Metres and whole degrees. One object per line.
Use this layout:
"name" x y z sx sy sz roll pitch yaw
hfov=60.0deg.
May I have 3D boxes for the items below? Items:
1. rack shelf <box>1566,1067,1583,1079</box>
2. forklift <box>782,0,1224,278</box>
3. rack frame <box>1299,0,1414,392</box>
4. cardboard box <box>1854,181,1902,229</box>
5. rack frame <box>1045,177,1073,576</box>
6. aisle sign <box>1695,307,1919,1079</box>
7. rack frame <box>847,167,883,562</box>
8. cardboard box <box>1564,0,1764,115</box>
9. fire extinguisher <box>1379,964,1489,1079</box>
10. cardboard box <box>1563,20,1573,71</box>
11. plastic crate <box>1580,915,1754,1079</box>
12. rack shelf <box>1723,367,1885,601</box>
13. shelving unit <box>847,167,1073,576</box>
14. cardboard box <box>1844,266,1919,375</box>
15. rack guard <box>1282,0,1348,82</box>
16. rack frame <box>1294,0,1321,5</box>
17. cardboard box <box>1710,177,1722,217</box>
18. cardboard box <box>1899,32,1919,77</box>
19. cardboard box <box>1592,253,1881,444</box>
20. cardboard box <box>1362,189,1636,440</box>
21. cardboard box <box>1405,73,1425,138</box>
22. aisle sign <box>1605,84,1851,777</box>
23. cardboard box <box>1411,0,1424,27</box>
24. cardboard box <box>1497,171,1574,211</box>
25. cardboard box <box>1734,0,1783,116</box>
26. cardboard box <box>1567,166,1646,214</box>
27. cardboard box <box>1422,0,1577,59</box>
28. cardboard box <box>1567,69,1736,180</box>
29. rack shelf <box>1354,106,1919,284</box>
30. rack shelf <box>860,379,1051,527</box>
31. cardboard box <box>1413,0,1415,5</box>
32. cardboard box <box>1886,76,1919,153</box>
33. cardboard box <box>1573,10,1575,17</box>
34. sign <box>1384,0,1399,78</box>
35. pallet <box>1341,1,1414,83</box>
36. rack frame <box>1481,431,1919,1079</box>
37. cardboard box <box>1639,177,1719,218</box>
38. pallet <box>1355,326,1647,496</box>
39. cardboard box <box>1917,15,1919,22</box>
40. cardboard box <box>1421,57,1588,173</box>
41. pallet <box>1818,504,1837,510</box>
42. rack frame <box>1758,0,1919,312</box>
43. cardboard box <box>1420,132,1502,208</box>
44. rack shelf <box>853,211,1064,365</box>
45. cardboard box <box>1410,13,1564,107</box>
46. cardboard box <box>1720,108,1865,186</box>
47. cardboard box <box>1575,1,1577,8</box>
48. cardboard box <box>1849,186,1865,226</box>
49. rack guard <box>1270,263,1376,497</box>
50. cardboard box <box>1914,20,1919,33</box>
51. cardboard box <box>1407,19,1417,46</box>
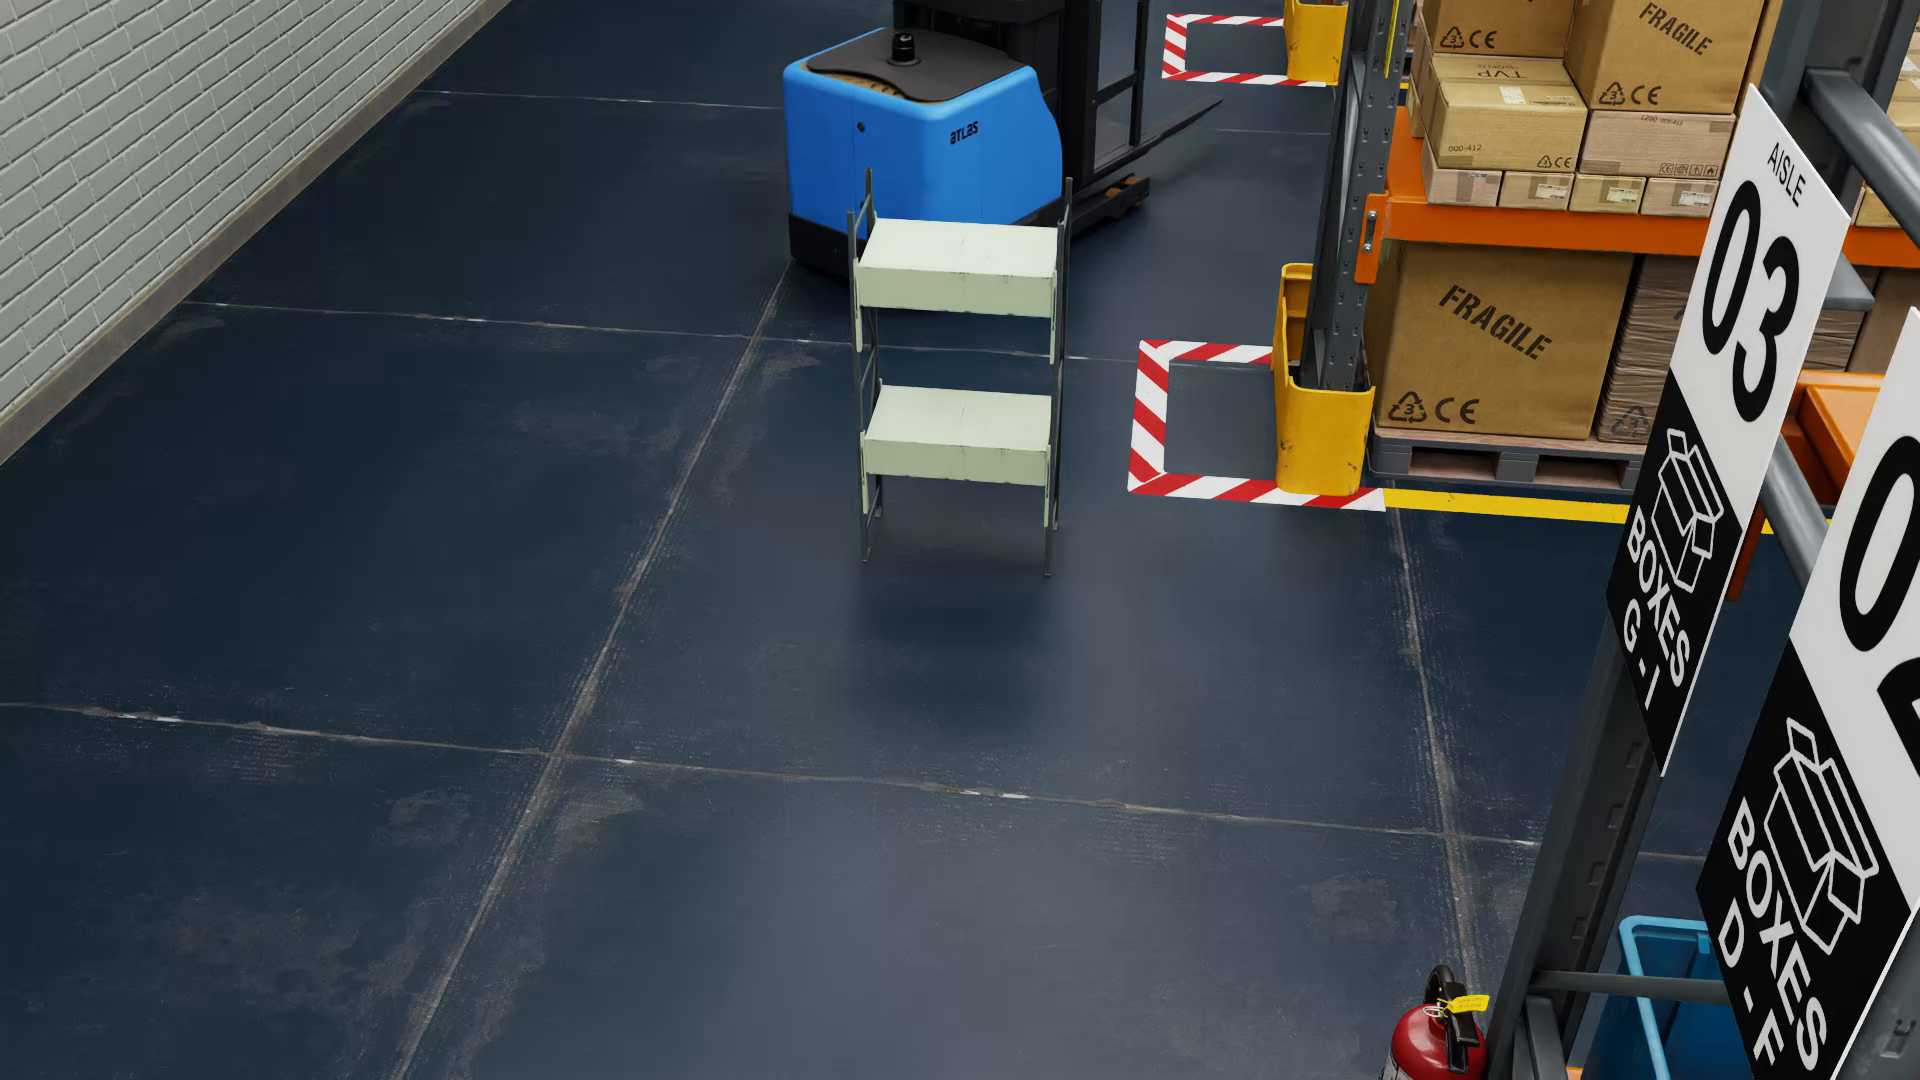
"rack shelf" 2.961 1.549 2.617 4.000 0.370 1.077 4 36 6
"forklift" 0.413 -3.143 8.631 1.130 2.935 3.031 25 42 30
"rack frame" 1.608 -1.746 6.614 0.127 3.000 1.000 4 36 6
"cardboard box" 3.444 -1.314 6.226 0.250 0.149 0.380 3 36 5
"rack frame" 0.370 -0.583 6.276 0.023 1.500 0.400 4 36 6
"aisle sign" 0.868 0.216 1.628 0.004 0.787 0.394 4 36 6
"rack frame" -0.356 -0.637 6.352 0.023 1.500 0.400 4 36 6
"cardboard box" 2.546 -1.883 6.034 0.500 0.500 0.500 3 36 5
"fire extinguisher" 0.885 1.018 3.129 0.183 0.674 0.296 4 36 6
"cardboard box" 2.626 -1.885 6.682 0.500 0.250 0.500 4 36 5
"plastic crate" 1.333 0.986 2.704 0.499 0.435 0.616 4 36 6
"rack shelf" 2.961 0.328 1.746 4.000 0.370 1.077 4 36 6
"shelving unit" 0.007 -0.610 6.314 0.755 1.500 0.431 4 36 6
"cardboard box" 4.038 -0.918 6.921 0.875 0.875 0.875 4 36 6
"rack guard" 2.415 -3.573 11.326 0.348 0.500 1.175 4 36 6
"rack frame" 2.340 -4.596 10.608 0.127 3.000 1.000 4 36 6
"cardboard box" 2.938 -1.352 6.279 0.250 0.149 0.380 4 36 5
"cardboard box" 3.648 -1.812 6.579 0.500 0.250 0.500 4 36 6
"cardboard box" 3.156 -0.984 7.013 0.875 0.875 0.875 4 36 6
"cardboard box" 2.253 -1.051 7.108 0.875 0.875 0.875 4 36 6
"cardboard box" 2.003 -1.807 6.916 0.250 0.149 0.380 5 36 7
"aisle sign" 0.943 -0.124 2.104 0.004 0.787 0.394 4 36 6
"cardboard box" 3.091 -3.489 10.892 0.250 0.149 0.380 4 36 6
"cardboard box" 2.173 -1.409 6.359 0.250 0.149 0.380 4 36 5
"cardboard box" 3.060 -1.848 5.985 0.500 0.500 0.500 3 36 5
"cardboard box" 2.427 -1.390 6.332 0.250 0.149 0.380 3 36 5
"cardboard box" 2.125 -2.227 6.515 0.500 0.500 0.500 5 36 7
"cardboard box" 2.566 -1.580 6.255 0.500 0.250 0.500 4 36 5
"rack shelf" 3.592 -1.305 6.616 4.000 0.370 1.077 4 36 6
"rack shelf" 0.007 -0.345 6.503 0.720 0.370 0.431 4 36 6
"cardboard box" 2.816 -3.615 10.813 0.250 0.149 0.380 3 36 4
"cardboard box" 3.582 -1.505 6.150 0.500 0.250 0.500 4 36 5
"cardboard box" 3.861 -3.475 10.873 0.250 0.149 0.380 3 36 4
"sign" 1.531 -1.811 5.892 0.005 0.325 0.100 4 36 6
"pallet" 3.217 -3.375 11.298 1.213 0.211 1.003 4 36 6
"rack frame" 0.977 1.108 2.616 0.127 3.000 1.000 4 36 6
"cardboard box" 2.686 -1.372 6.306 0.250 0.149 0.380 4 36 5
"pallet" 2.411 -0.597 7.405 1.213 0.211 1.003 4 36 6
"cardboard box" 5.921 -3.429 10.554 0.250 0.149 0.380 5 36 7
"cardboard box" 2.050 -1.615 6.304 0.500 0.250 0.500 3 36 5
"pallet" 3.618 -0.505 7.276 1.213 0.211 1.003 4 36 6
"rack frame" 0.977 -1.334 0.873 0.127 3.000 1.000 4 36 6
"cardboard box" 1.918 -1.427 6.384 0.250 0.149 0.380 5 36 6
"rack shelf" 0.007 -0.928 6.087 0.720 0.370 0.431 4 36 6
"cardboard box" 2.123 -1.923 6.735 0.500 0.250 0.500 4 36 5
"cardboard box" 3.064 -1.541 6.200 0.500 0.250 0.500 3 36 4
"cardboard box" 3.869 -3.574 10.757 0.250 0.149 0.380 6 36 8
"cardboard box" 3.194 -1.334 6.253 0.250 0.149 0.380 4 36 5
"rack guard" 1.584 -0.730 7.343 0.348 0.500 1.175 4 36 6
"cardboard box" 5.955 -3.272 10.589 0.250 0.149 0.380 5 36 7
"cardboard box" 3.089 -3.412 11.041 0.250 0.149 0.380 4 36 6
